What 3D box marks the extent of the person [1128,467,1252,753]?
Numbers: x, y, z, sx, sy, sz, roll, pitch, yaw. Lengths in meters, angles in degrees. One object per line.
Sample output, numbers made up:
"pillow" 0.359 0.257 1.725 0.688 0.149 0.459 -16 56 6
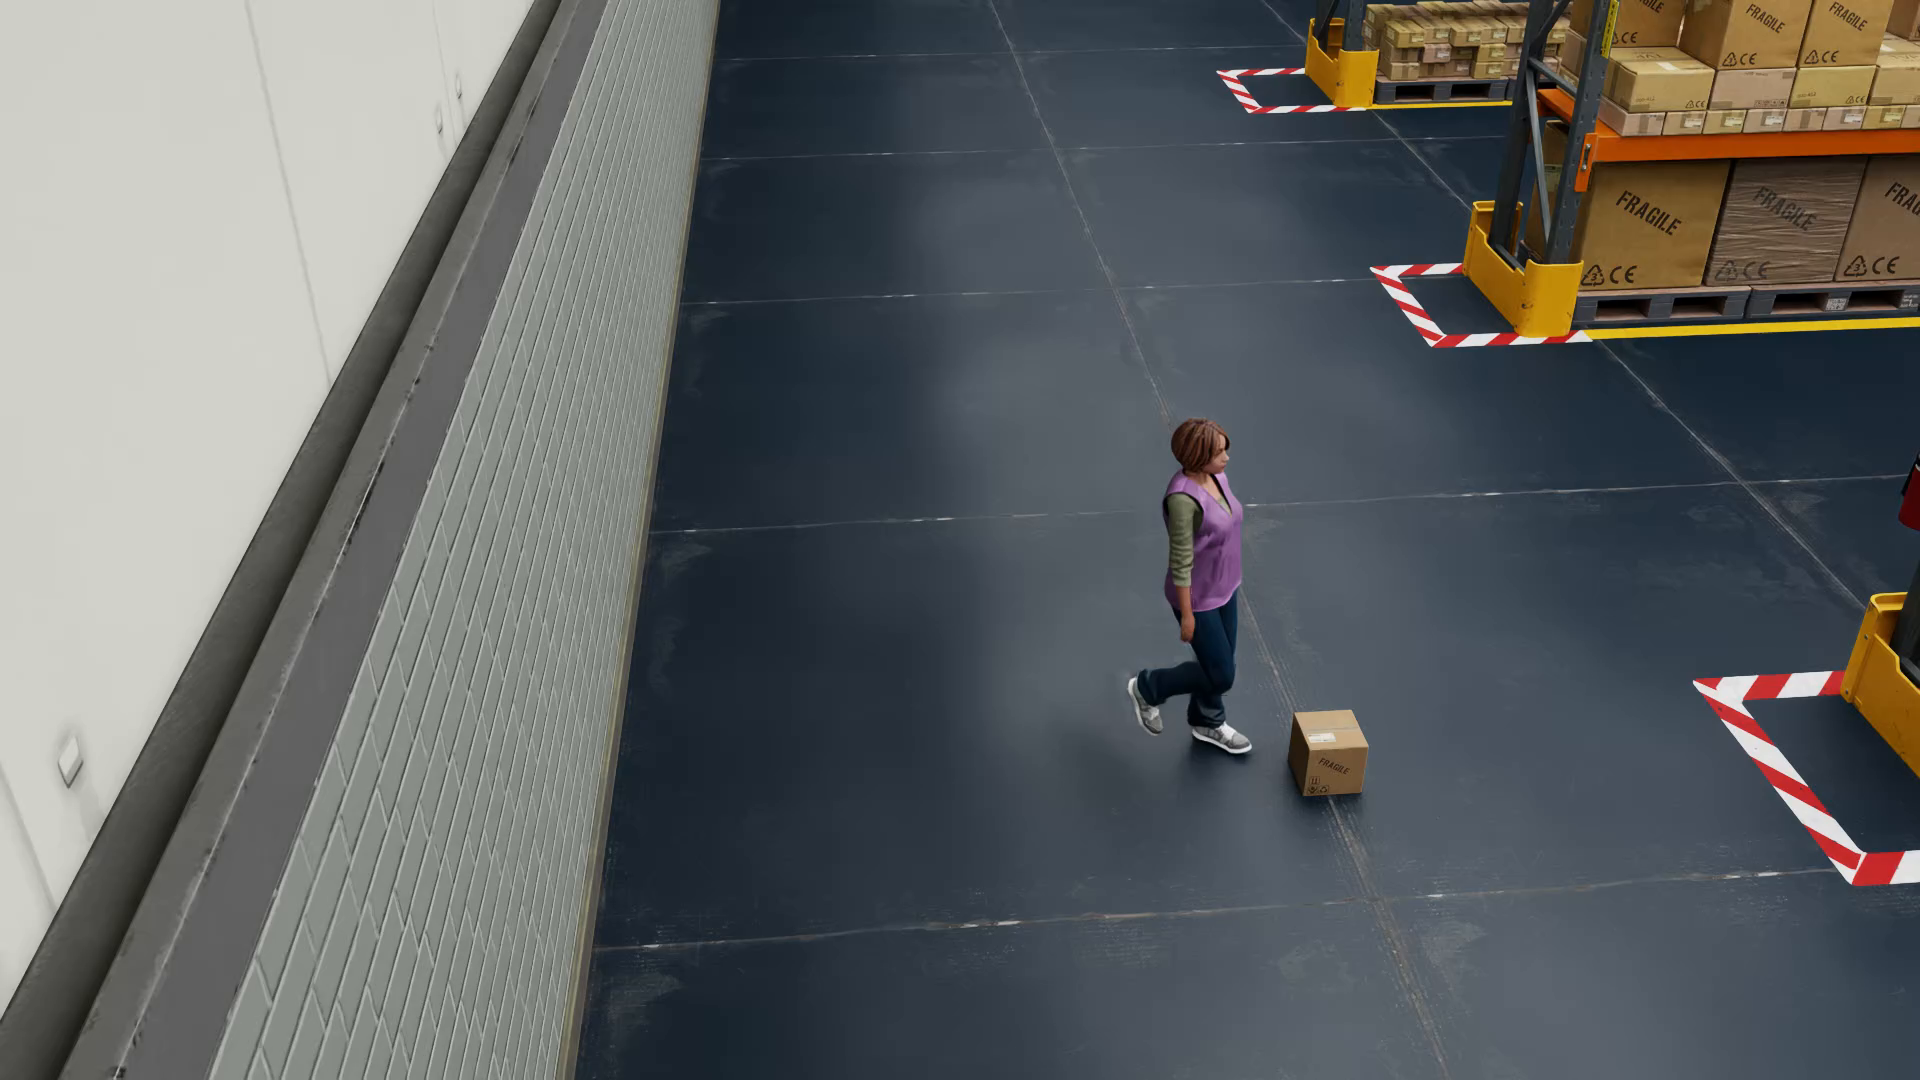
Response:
"person" 2.942 2.036 2.286 8.693 3.183 6.763 17 35 25
